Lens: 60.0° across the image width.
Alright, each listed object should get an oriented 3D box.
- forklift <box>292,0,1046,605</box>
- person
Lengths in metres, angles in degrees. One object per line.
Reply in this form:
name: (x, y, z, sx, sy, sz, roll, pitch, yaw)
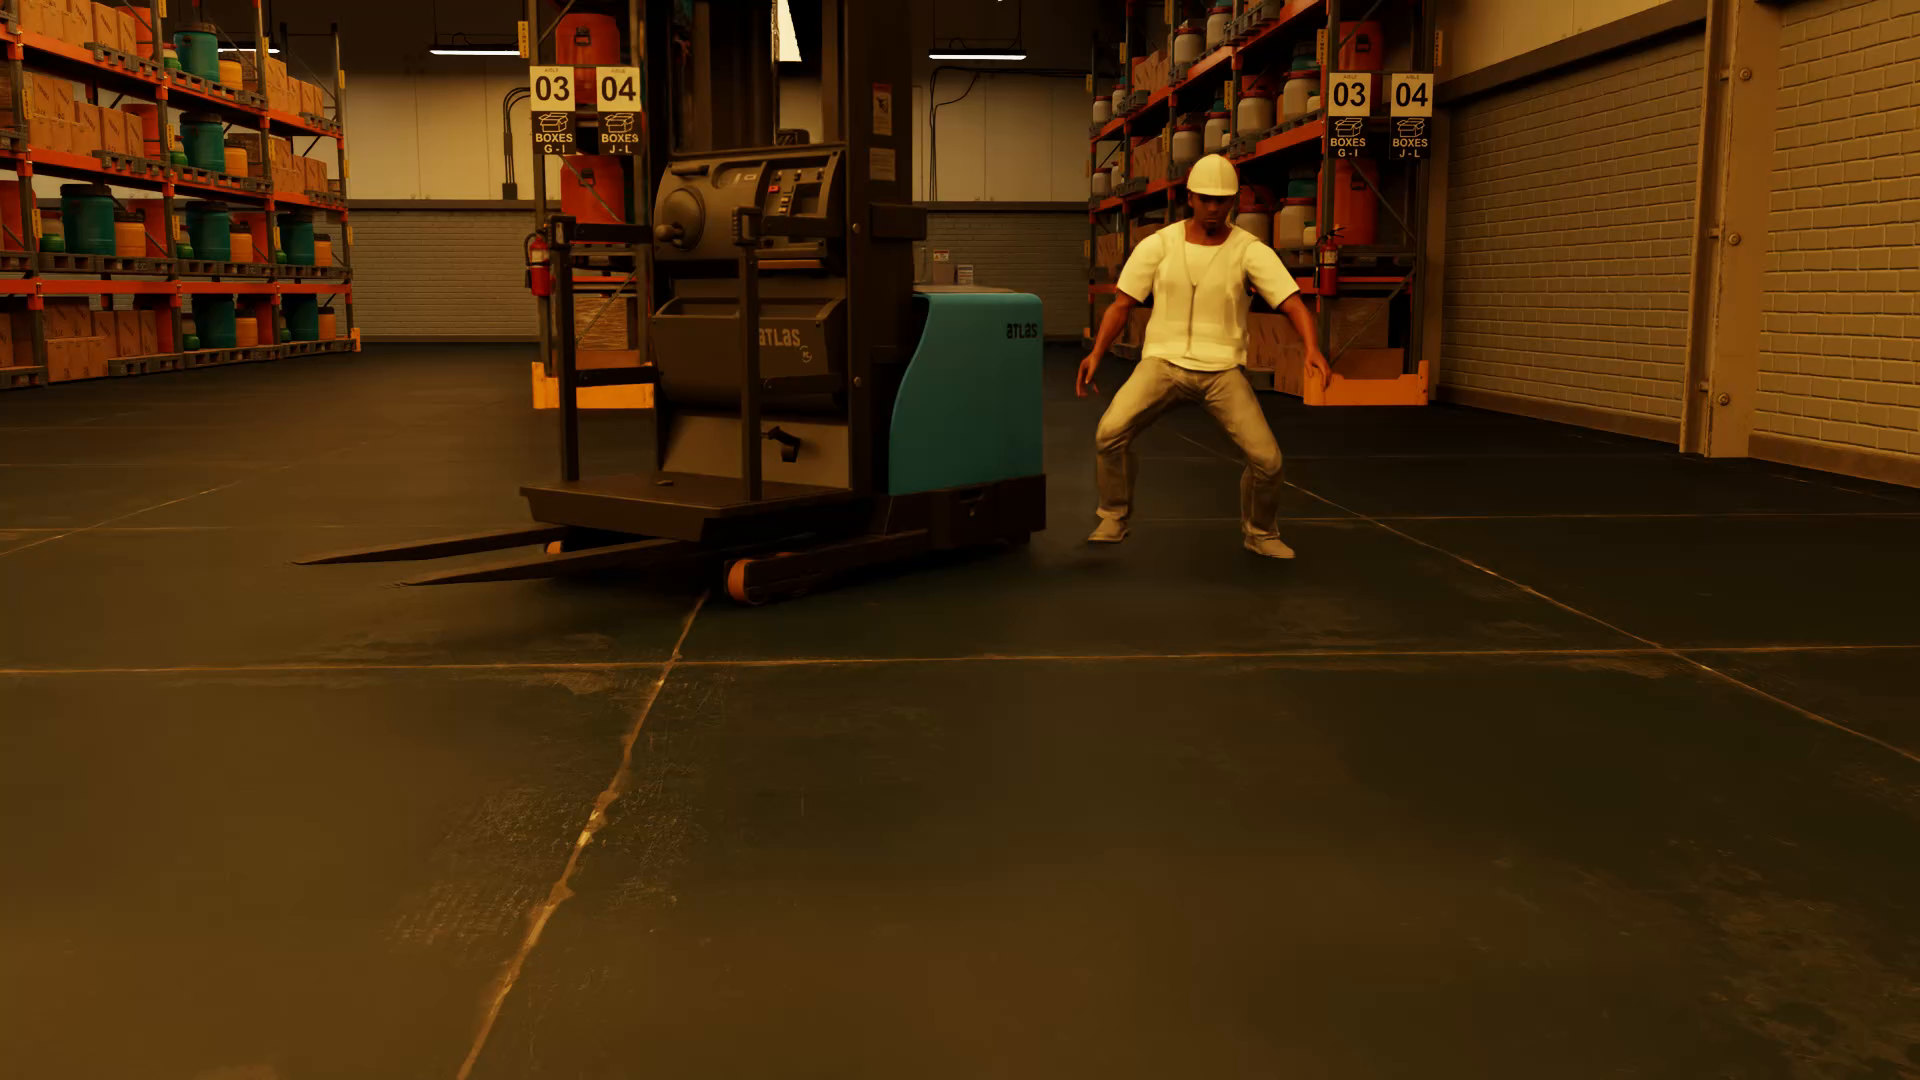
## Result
forklift: (-0.942, -1.304, 6.116, 1.130, 2.935, 3.031, 7, 11, 38)
person: (0.982, -0.714, 6.687, 1.018, 1.643, 0.679, 2, 9, 15)
